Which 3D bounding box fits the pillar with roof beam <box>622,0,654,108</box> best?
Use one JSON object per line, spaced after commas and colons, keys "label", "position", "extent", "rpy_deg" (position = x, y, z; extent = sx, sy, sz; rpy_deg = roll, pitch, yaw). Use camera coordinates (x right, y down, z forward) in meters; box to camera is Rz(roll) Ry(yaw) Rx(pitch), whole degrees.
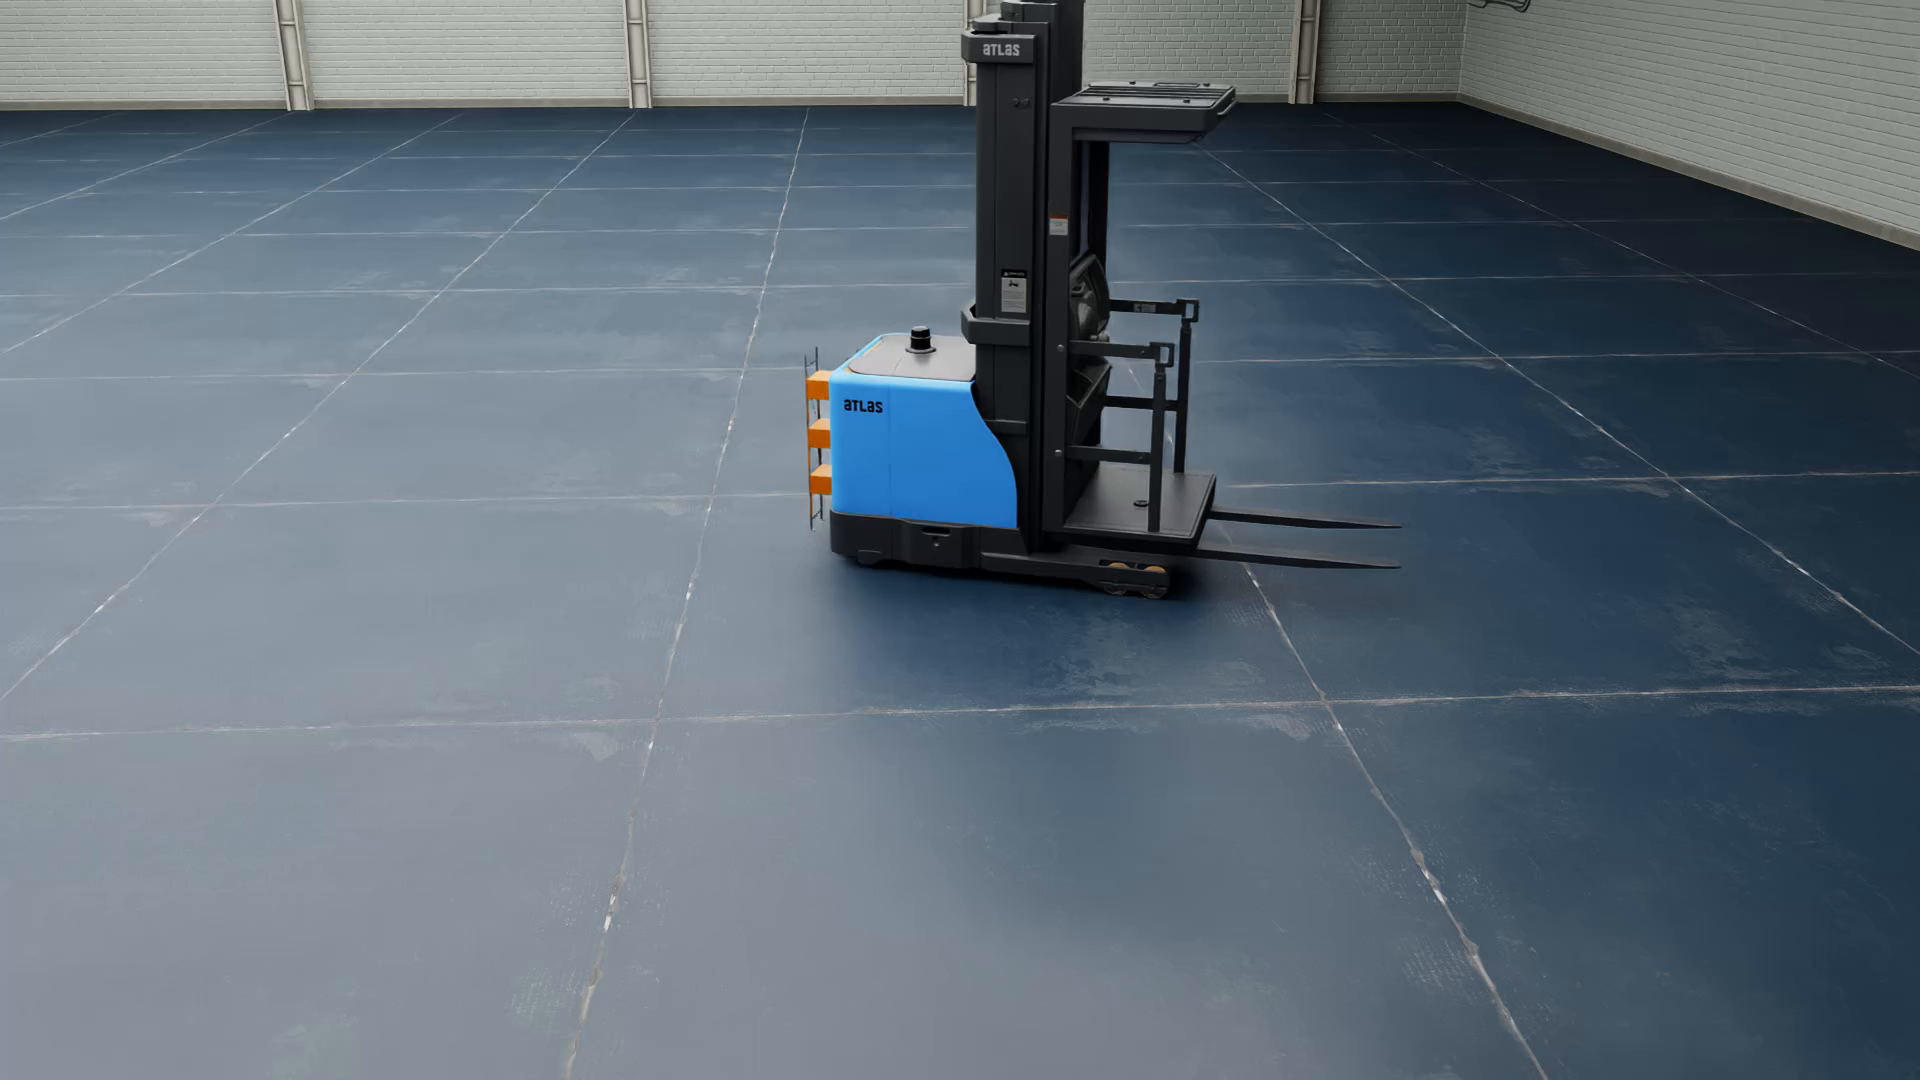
{"label": "pillar with roof beam", "position": [-5.480, -10.460, 24.285], "extent": [0.400, 9.000, 9.100], "rpy_deg": [-1, 21, -3]}

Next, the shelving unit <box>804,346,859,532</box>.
{"label": "shelving unit", "position": [-0.715, -0.558, 9.449], "extent": [0.252, 1.050, 0.215], "rpy_deg": [5, 21, 14]}

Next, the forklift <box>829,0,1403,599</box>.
{"label": "forklift", "position": [0.865, -1.274, 8.686], "extent": [3.031, 2.935, 1.130], "rpy_deg": [5, 21, 14]}

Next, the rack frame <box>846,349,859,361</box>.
{"label": "rack frame", "position": [-0.597, -0.547, 9.421], "extent": [0.008, 1.050, 0.200], "rpy_deg": [5, 21, 14]}

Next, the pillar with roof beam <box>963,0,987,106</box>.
{"label": "pillar with roof beam", "position": [0.510, -10.582, 24.605], "extent": [0.400, 9.000, 9.100], "rpy_deg": [-1, 21, -3]}

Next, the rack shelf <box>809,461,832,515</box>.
{"label": "rack shelf", "position": [-0.715, -0.289, 9.552], "extent": [0.240, 0.259, 0.215], "rpy_deg": [5, 21, 14]}

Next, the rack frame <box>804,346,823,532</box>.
{"label": "rack frame", "position": [-0.833, -0.569, 9.478], "extent": [0.008, 1.050, 0.200], "rpy_deg": [5, 21, 14]}

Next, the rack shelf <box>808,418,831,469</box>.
{"label": "rack shelf", "position": [-0.715, -0.549, 9.453], "extent": [0.240, 0.259, 0.215], "rpy_deg": [5, 21, 14]}

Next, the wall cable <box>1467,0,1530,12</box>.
{"label": "wall cable", "position": [9.271, -10.372, 28.417], "extent": [0.112, 2.526, 3.097], "rpy_deg": [-1, 21, -3]}

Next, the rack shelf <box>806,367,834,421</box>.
{"label": "rack shelf", "position": [-0.715, -0.814, 9.352], "extent": [0.240, 0.259, 0.215], "rpy_deg": [5, 21, 14]}

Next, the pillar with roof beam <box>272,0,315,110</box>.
{"label": "pillar with roof beam", "position": [-11.470, -10.338, 23.965], "extent": [0.400, 9.000, 9.100], "rpy_deg": [-1, 21, -3]}

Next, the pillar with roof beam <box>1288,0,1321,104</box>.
{"label": "pillar with roof beam", "position": [6.501, -10.704, 24.925], "extent": [0.400, 9.000, 9.100], "rpy_deg": [-1, 21, -3]}
